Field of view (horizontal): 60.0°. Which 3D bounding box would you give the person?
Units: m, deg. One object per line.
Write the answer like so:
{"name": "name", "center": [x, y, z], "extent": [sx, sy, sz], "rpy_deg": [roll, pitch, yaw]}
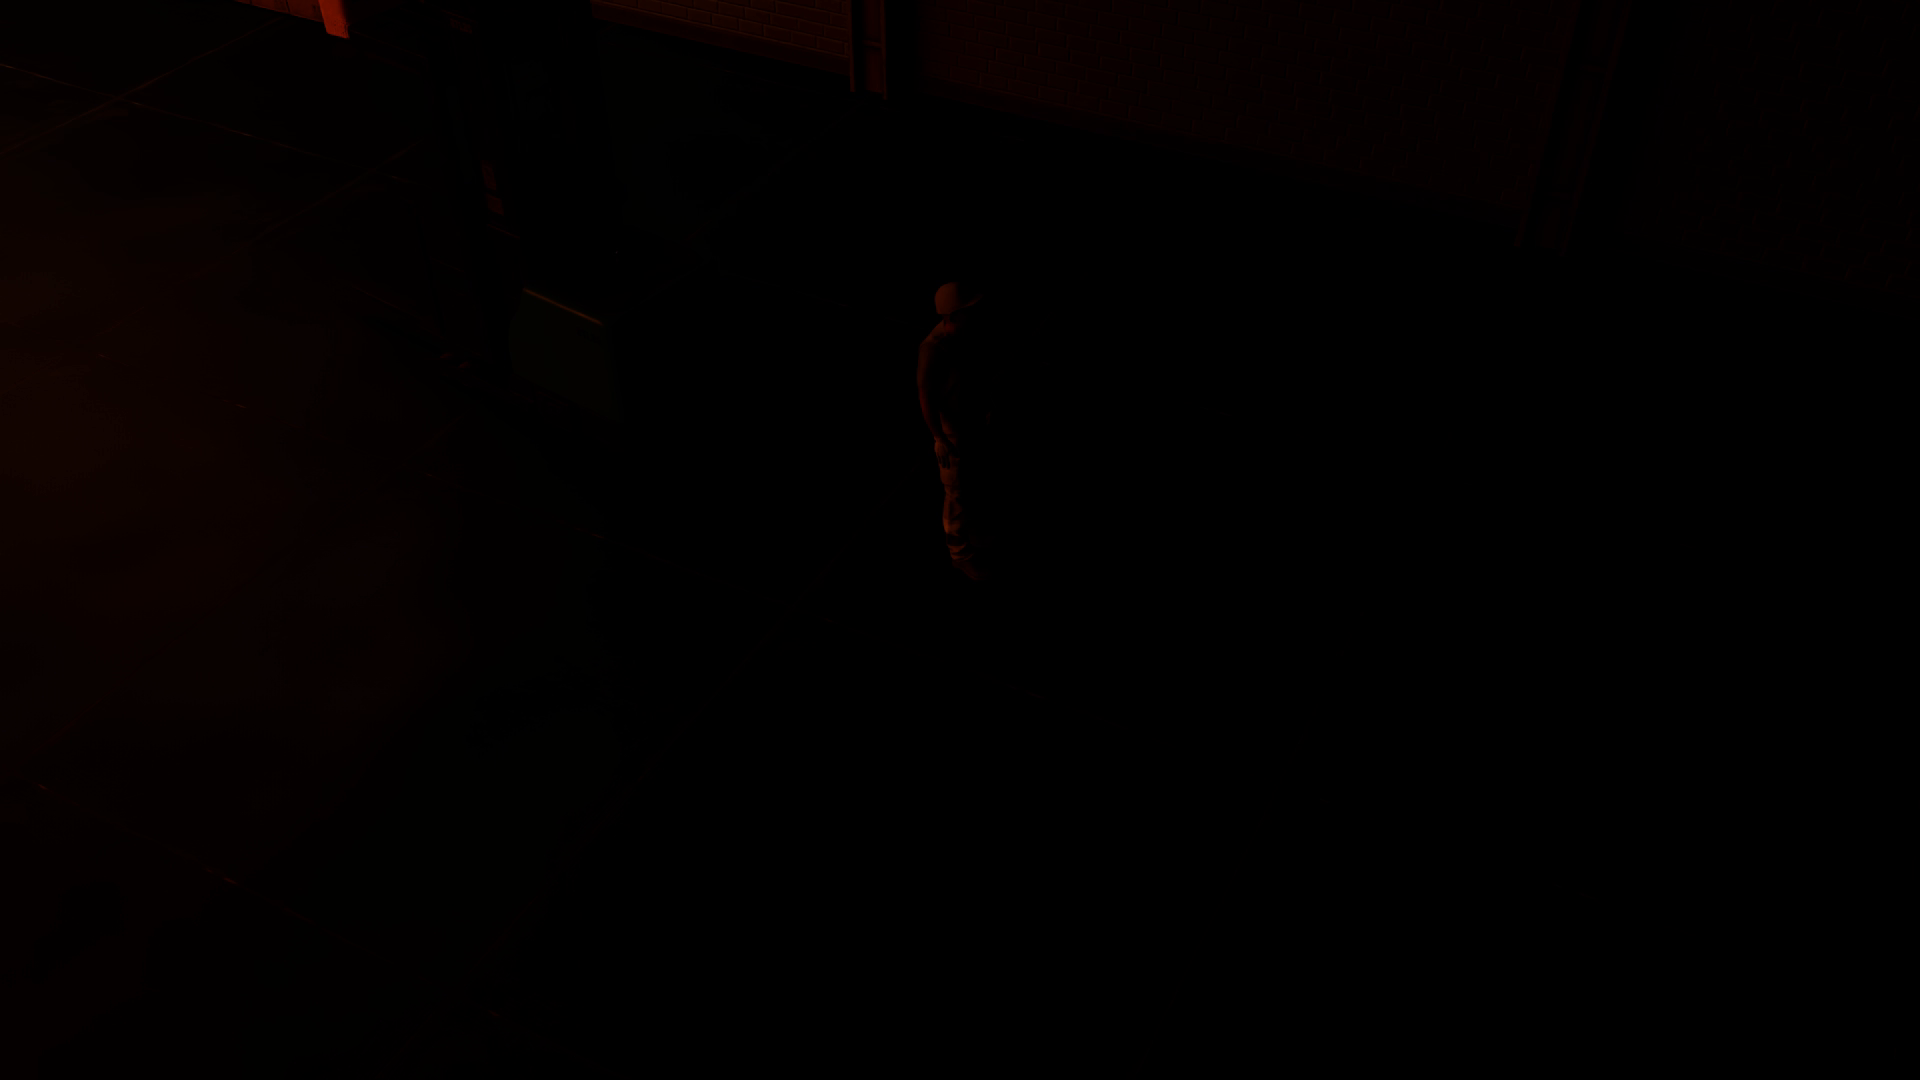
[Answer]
{"name": "person", "center": [0.065, -0.659, 9.644], "extent": [0.564, 1.787, 0.637], "rpy_deg": [18, 43, 21]}

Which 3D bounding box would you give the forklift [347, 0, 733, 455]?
{"name": "forklift", "center": [-3.050, -2.435, 10.877], "extent": [3.031, 2.935, 1.130], "rpy_deg": [25, 46, 27]}
